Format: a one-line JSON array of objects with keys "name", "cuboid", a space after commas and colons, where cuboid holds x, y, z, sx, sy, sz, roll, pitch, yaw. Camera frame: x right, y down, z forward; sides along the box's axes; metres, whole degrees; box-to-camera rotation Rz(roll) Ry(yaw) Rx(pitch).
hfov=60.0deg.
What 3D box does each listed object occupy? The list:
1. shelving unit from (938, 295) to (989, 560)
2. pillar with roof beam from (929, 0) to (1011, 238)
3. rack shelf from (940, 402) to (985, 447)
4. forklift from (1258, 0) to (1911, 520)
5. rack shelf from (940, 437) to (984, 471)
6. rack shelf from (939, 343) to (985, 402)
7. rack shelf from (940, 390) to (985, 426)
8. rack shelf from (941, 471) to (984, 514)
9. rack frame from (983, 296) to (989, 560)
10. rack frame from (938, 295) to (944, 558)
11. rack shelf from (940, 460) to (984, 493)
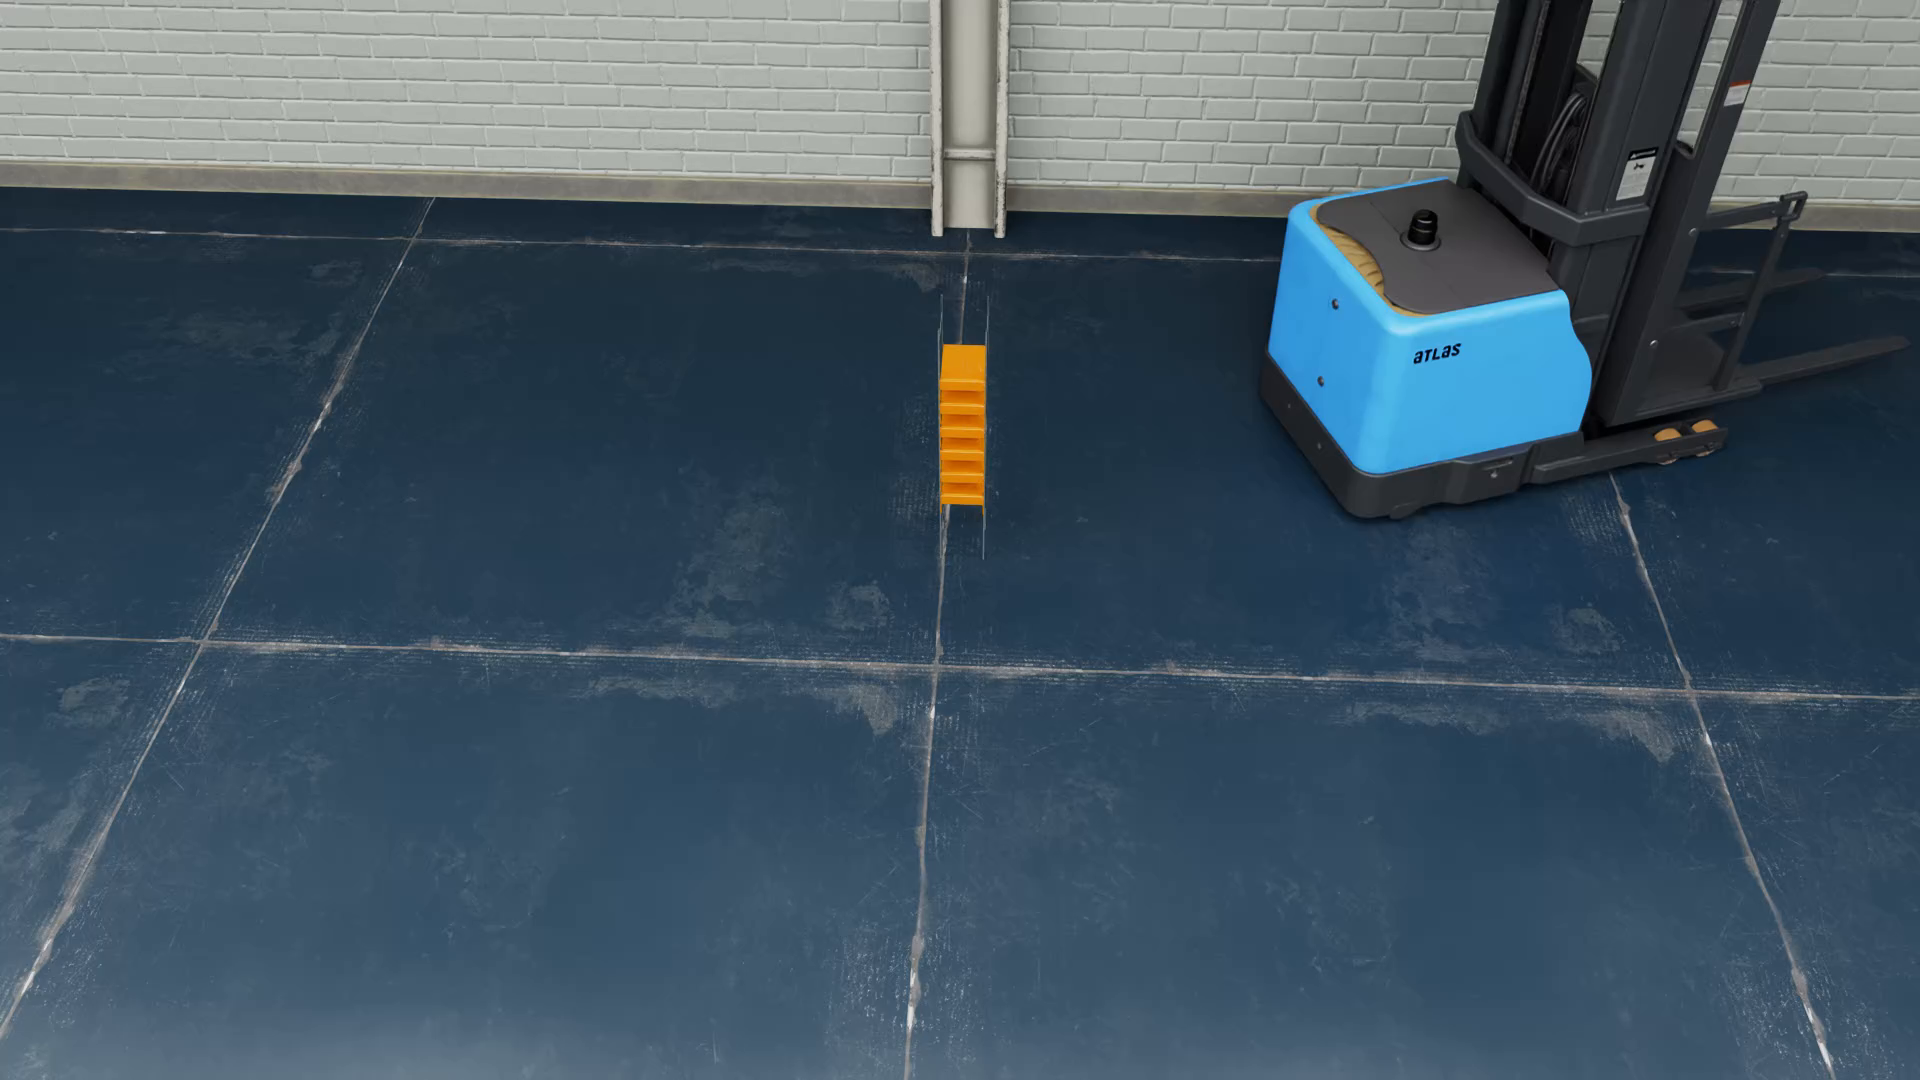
[{"name": "shelving unit", "cuboid": [0.014, -0.439, 6.841, 0.189, 1.200, 0.258, 2, 43, 2]}, {"name": "pillar with roof beam", "cuboid": [-0.141, -2.110, 2.913, 0.400, 9.000, 9.100, 2, 43, 2]}, {"name": "rack shelf", "cuboid": [0.014, -0.494, 6.789, 0.180, 0.103, 0.258, 2, 43, 2]}, {"name": "forklift", "cuboid": [2.995, -1.750, 6.978, 3.031, 2.935, 1.130, -12, 44, -13]}, {"name": "rack shelf", "cuboid": [0.014, -0.406, 6.871, 0.180, 0.103, 0.258, 2, 43, 2]}, {"name": "rack shelf", "cuboid": [0.014, -0.669, 6.625, 0.180, 0.103, 0.258, 2, 43, 2]}, {"name": "rack shelf", "cuboid": [0.014, -0.582, 6.707, 0.180, 0.103, 0.258, 2, 43, 2]}, {"name": "rack shelf", "cuboid": [0.014, -0.230, 7.034, 0.180, 0.103, 0.258, 2, 43, 2]}, {"name": "rack frame", "cuboid": [0.106, -0.436, 6.838, 0.006, 1.200, 0.240, 2, 43, 2]}, {"name": "rack frame", "cuboid": [-0.077, -0.441, 6.844, 0.006, 1.200, 0.240, 2, 43, 2]}, {"name": "rack shelf", "cuboid": [0.014, -0.318, 6.953, 0.180, 0.103, 0.258, 2, 43, 2]}]
